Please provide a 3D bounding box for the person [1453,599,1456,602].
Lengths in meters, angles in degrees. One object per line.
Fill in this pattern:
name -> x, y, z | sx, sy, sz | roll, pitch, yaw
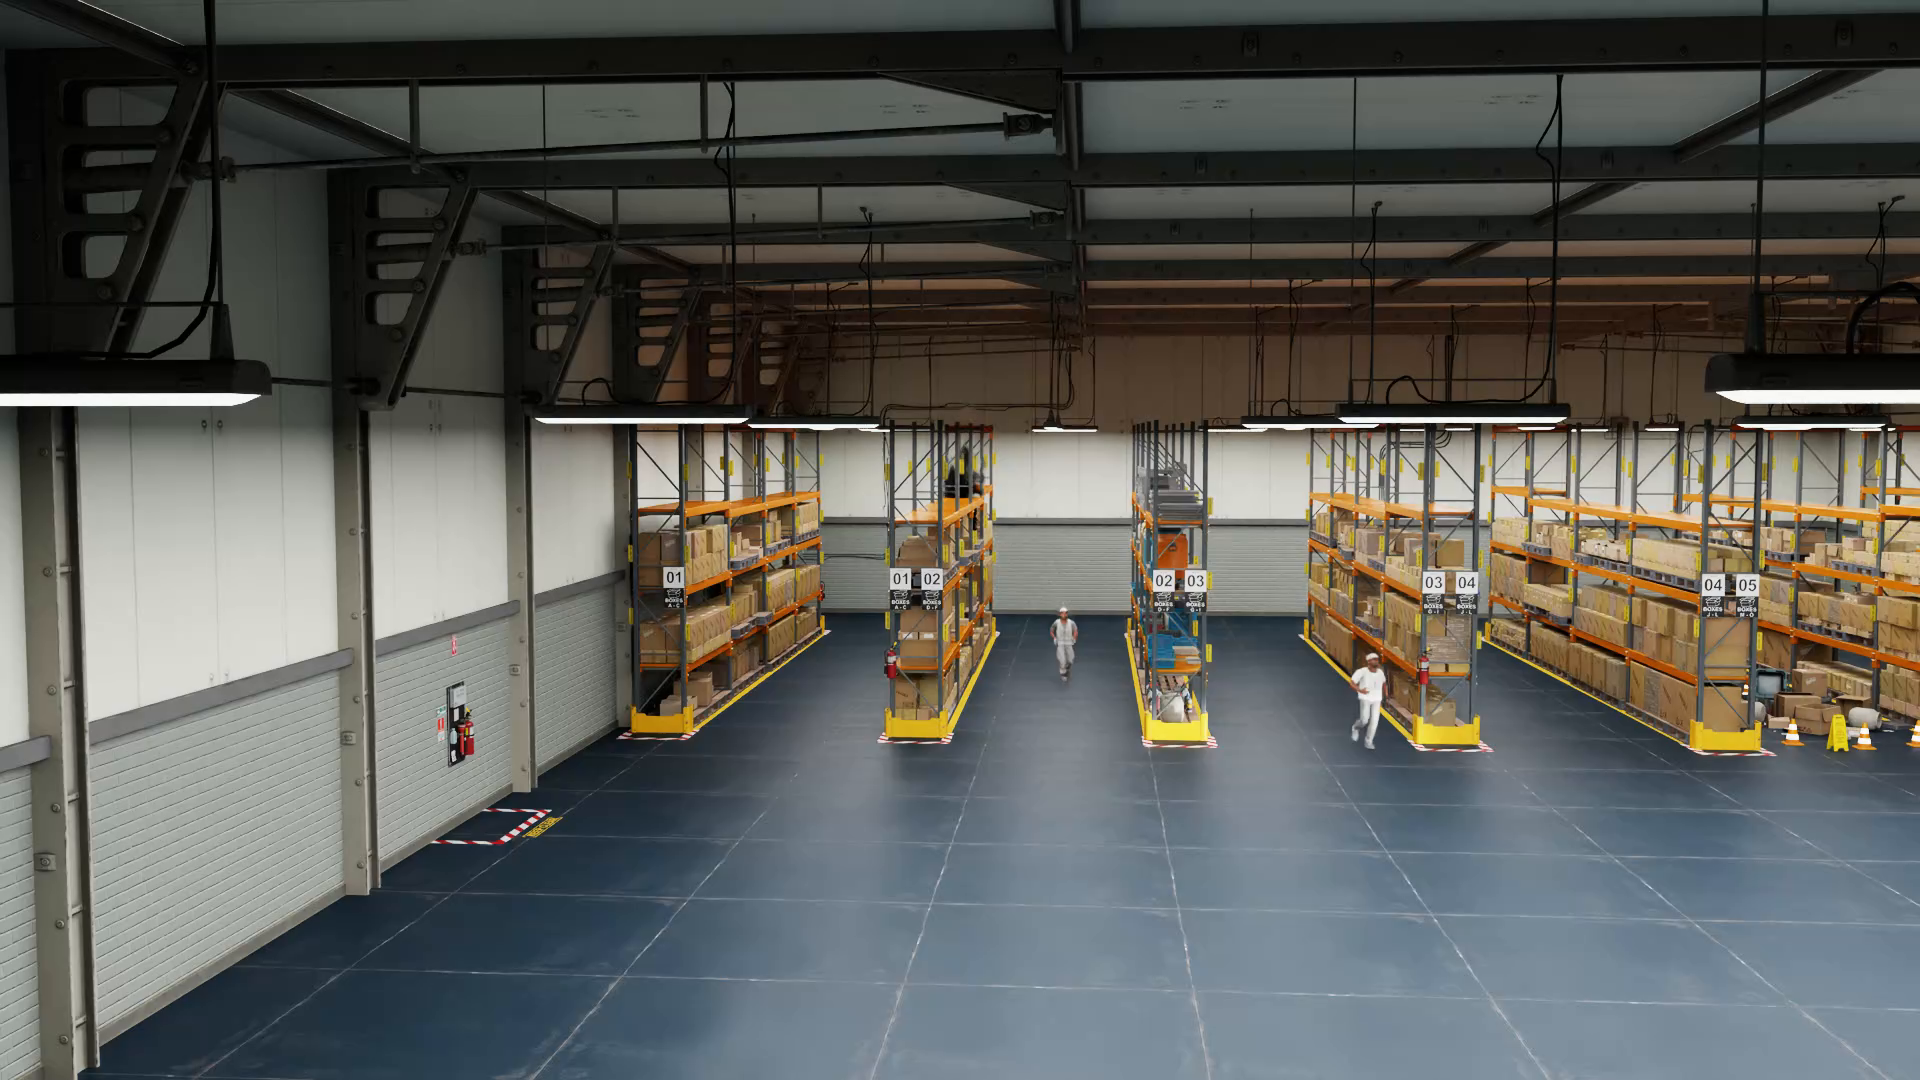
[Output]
person -> 14.188, 1.962, 46.927 | 0.632, 1.585, 0.736 | 3, 5, 44

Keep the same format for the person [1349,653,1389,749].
person -> 7.542, 2.936, 30.477 | 0.781, 1.694, 0.769 | -1, 4, -9

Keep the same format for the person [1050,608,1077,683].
person -> 2.401, 2.426, 38.314 | 0.636, 1.740, 0.586 | 0, 4, -2
